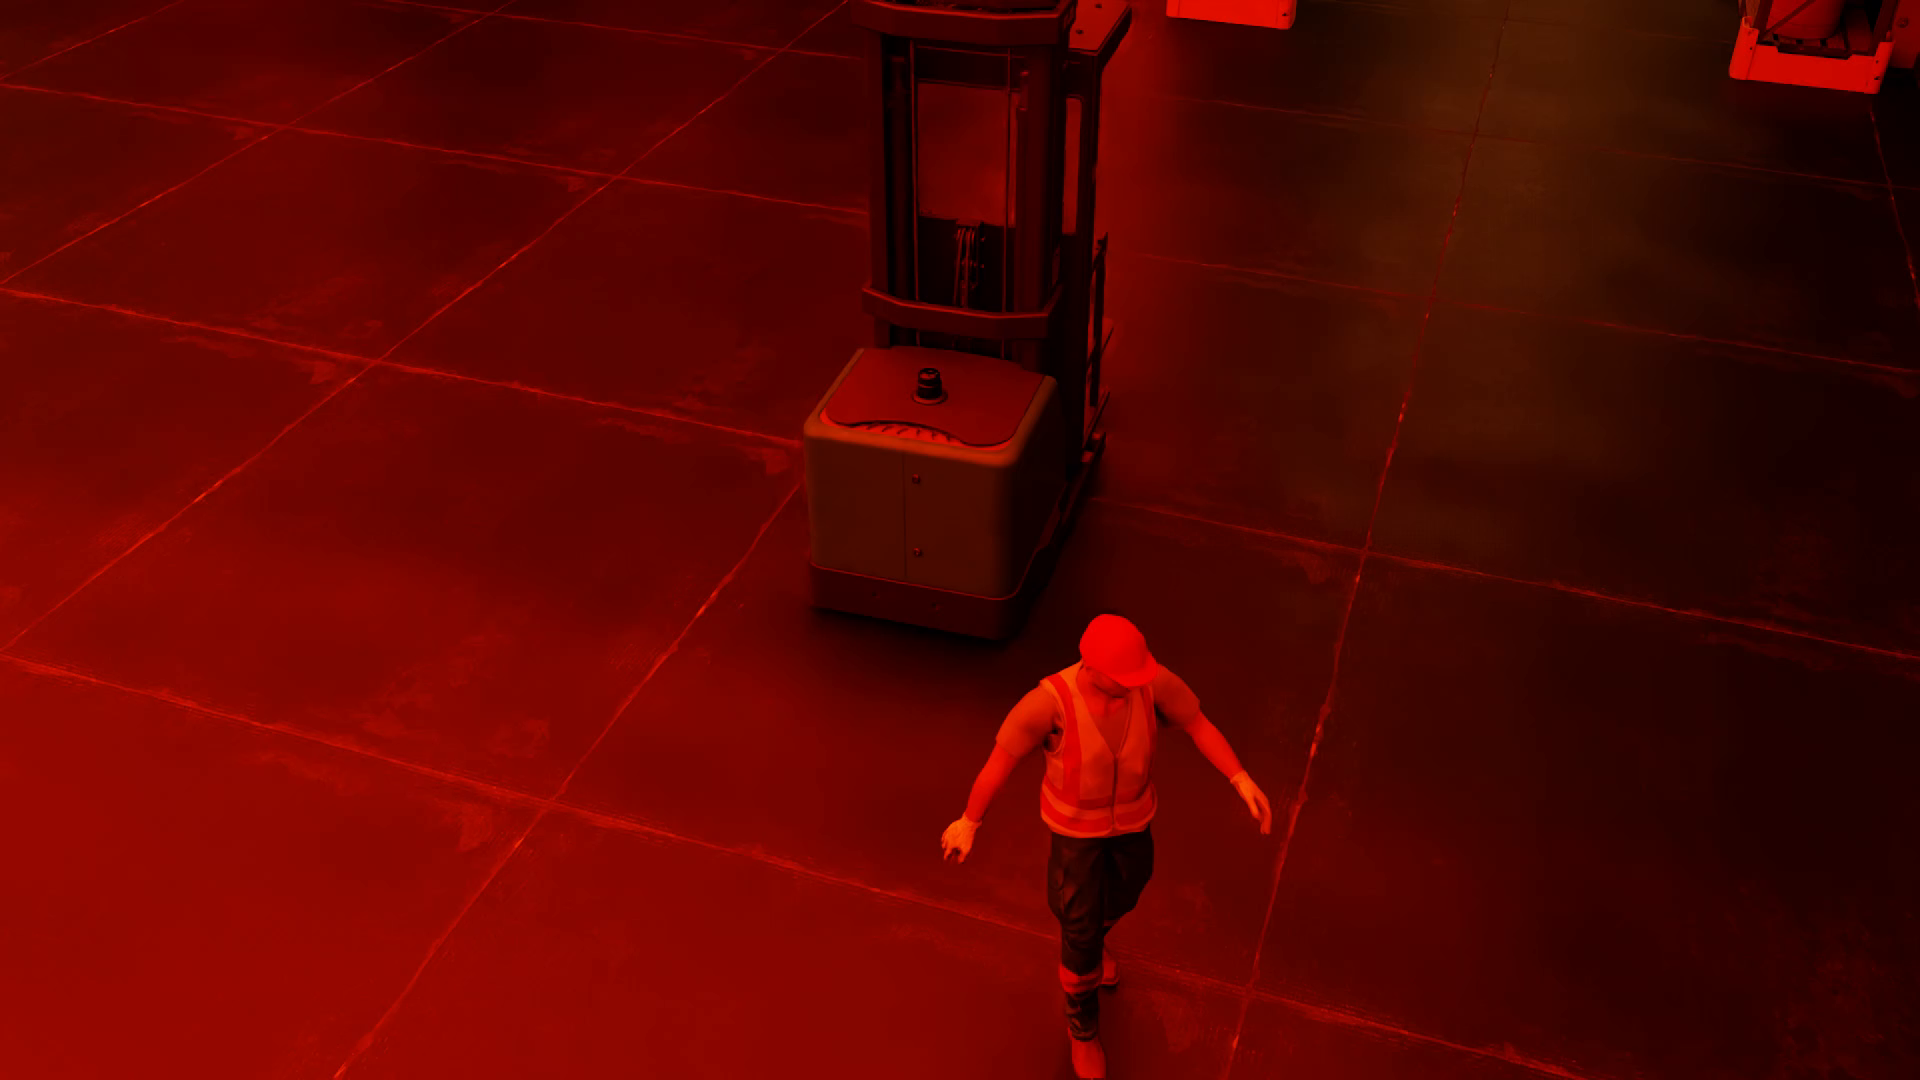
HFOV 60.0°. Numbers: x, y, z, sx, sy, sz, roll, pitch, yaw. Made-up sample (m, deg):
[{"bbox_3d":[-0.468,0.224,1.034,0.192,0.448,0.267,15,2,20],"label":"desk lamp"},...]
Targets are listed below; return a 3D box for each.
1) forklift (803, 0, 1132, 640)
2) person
[{"bbox_3d":[0.179,-1.576,8.333,1.130,2.935,3.031,10,37,14],"label":"forklift"},{"bbox_3d":[0.482,1.035,5.691,1.031,1.781,0.700,-11,37,-15],"label":"person"}]
